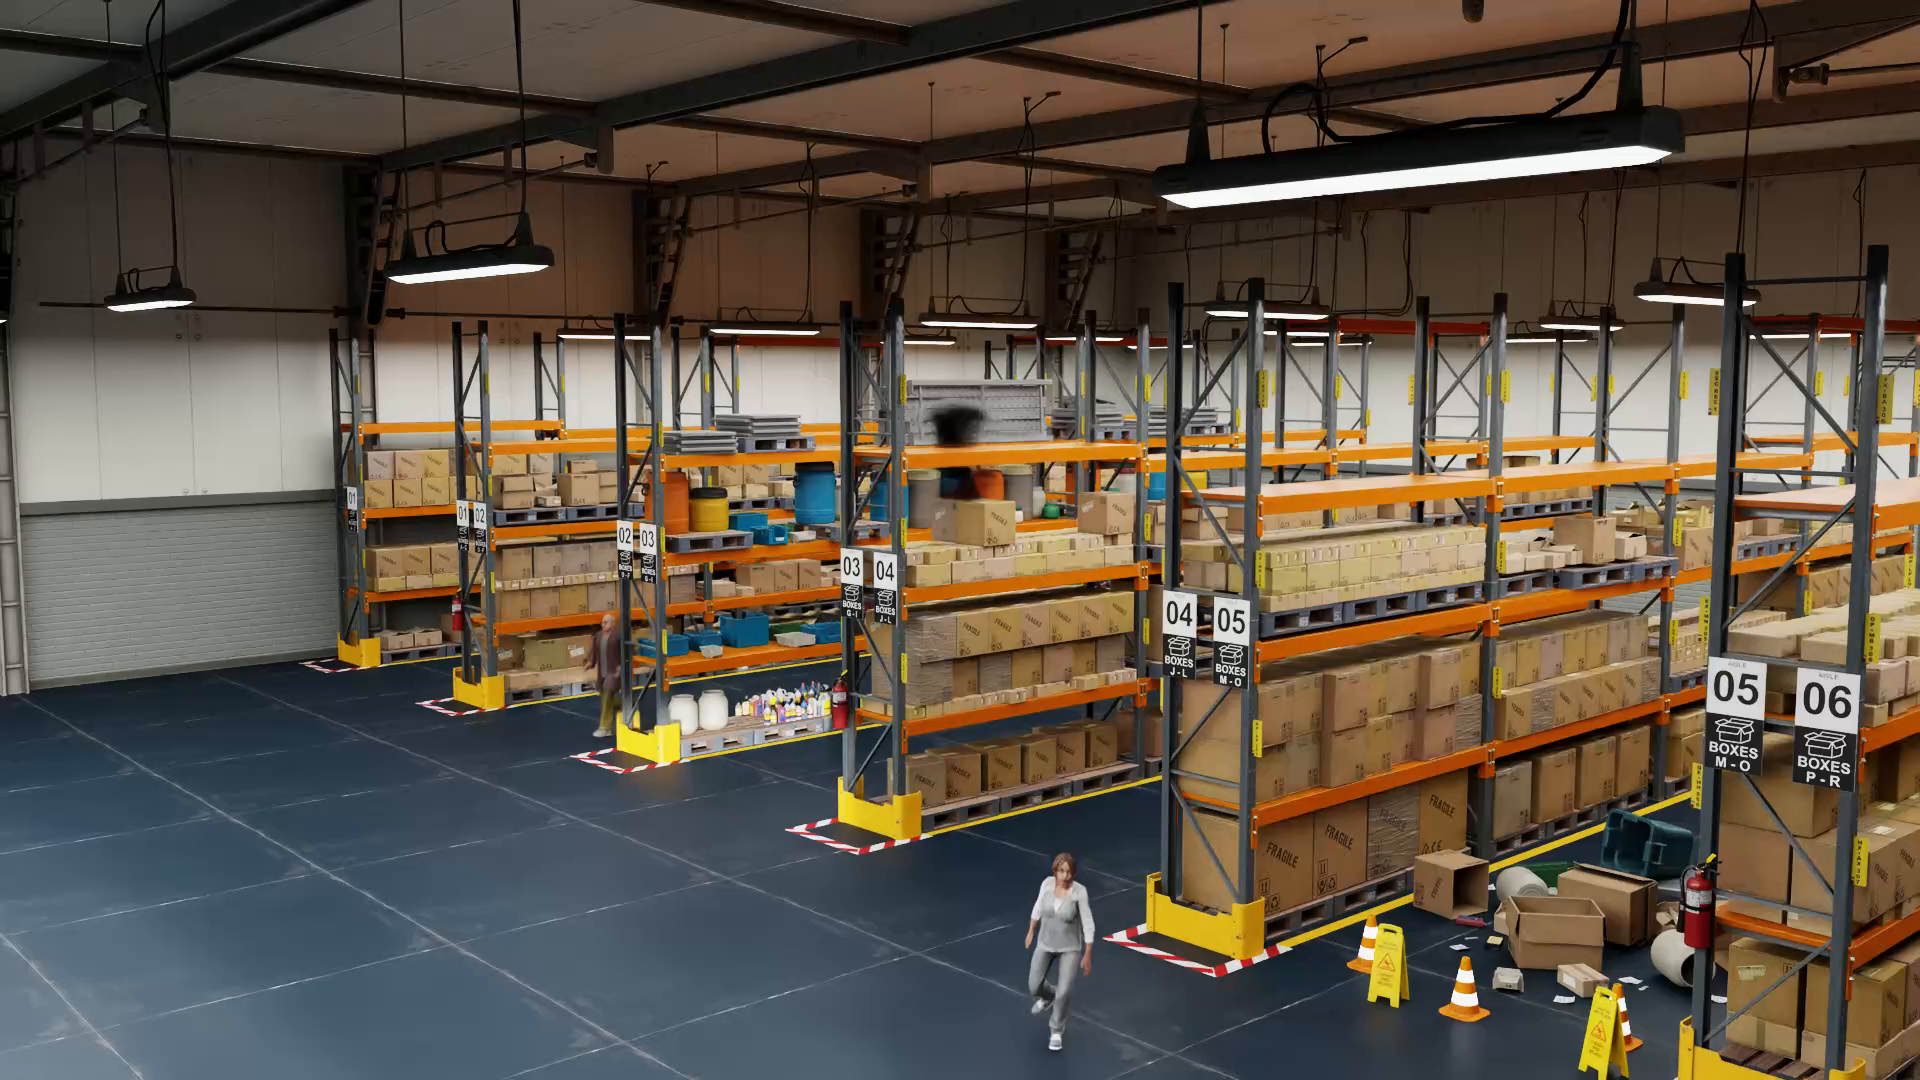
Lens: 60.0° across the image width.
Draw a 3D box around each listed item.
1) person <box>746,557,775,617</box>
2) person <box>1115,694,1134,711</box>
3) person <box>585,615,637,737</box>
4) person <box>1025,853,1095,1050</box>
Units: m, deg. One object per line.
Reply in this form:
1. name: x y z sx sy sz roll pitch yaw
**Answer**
1. person: -3.972 1.060 33.047 0.555 1.749 0.848 4 7 36
2. person: 2.534 1.759 25.466 0.639 1.781 0.697 4 7 34
3. person: -5.009 1.929 23.969 0.729 1.749 0.934 3 6 28
4. person: 0.787 3.128 12.879 0.587 1.543 0.623 2 6 15
